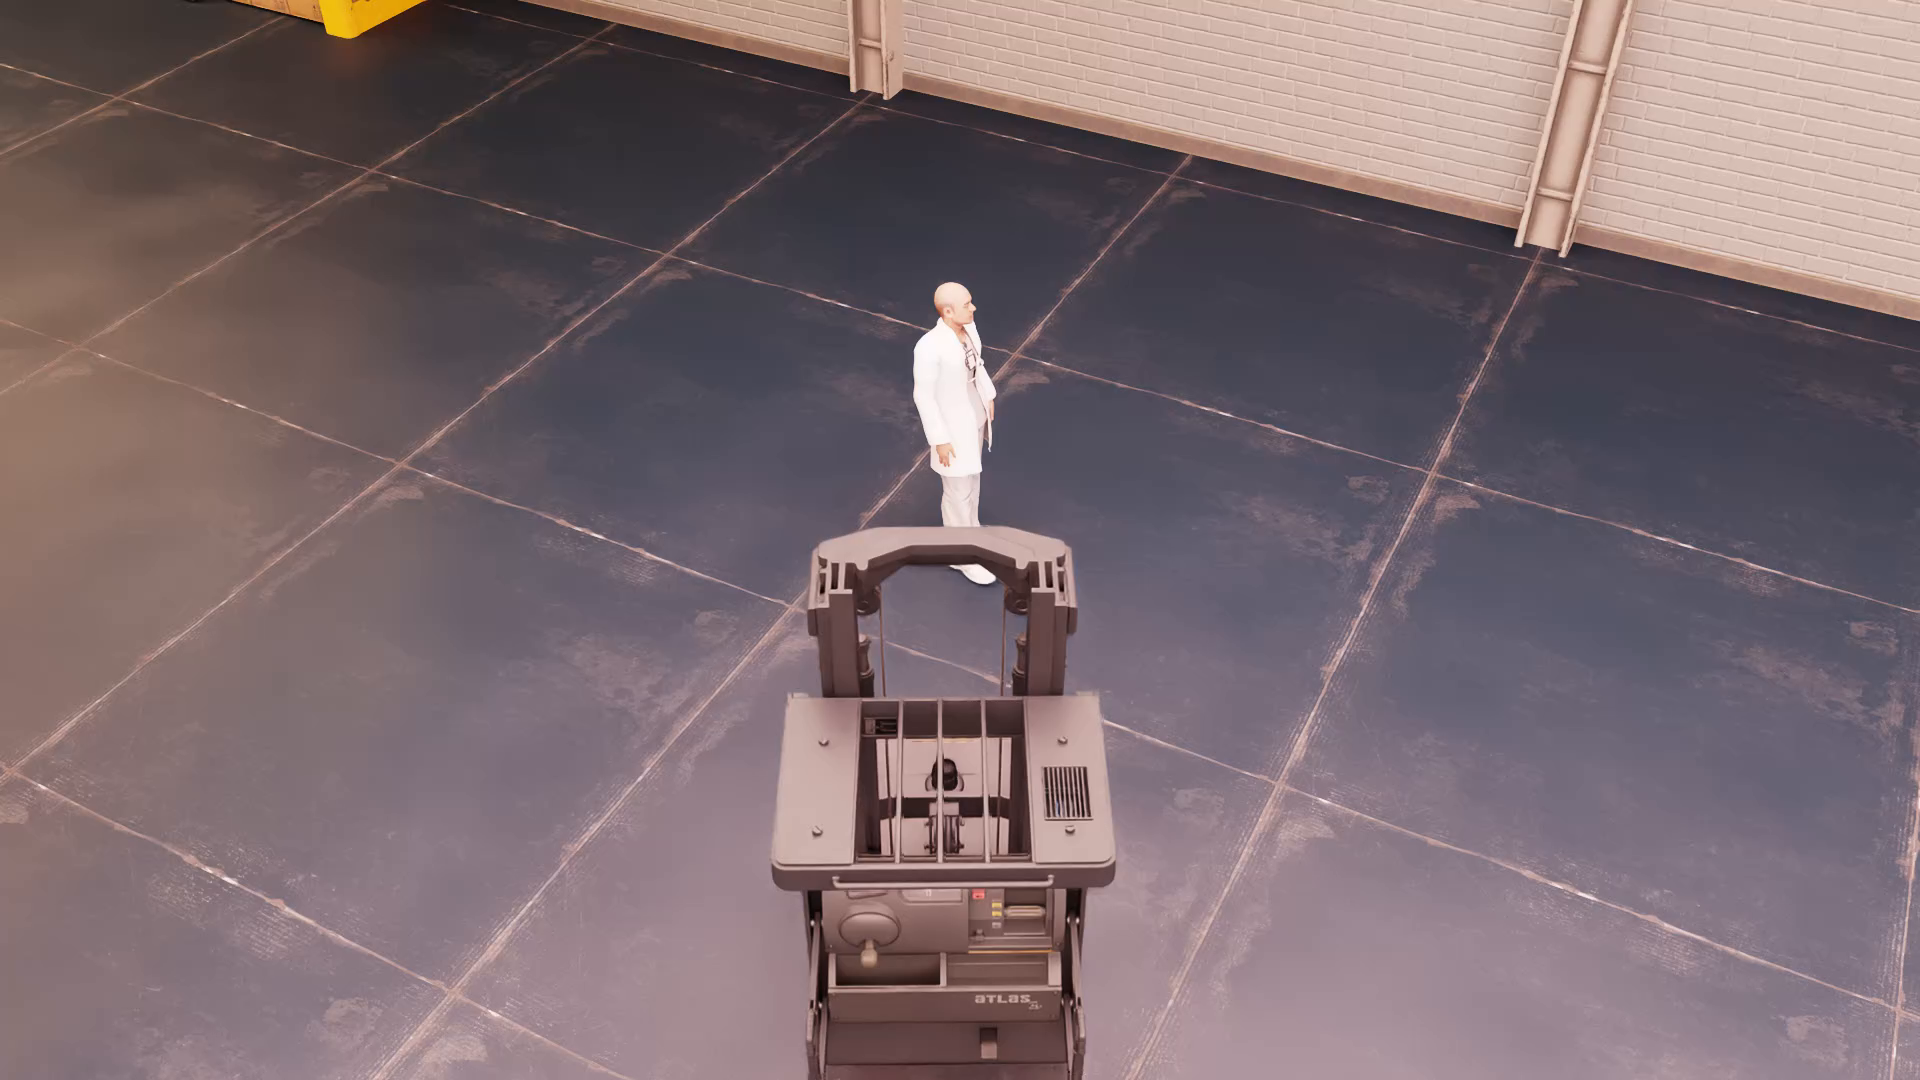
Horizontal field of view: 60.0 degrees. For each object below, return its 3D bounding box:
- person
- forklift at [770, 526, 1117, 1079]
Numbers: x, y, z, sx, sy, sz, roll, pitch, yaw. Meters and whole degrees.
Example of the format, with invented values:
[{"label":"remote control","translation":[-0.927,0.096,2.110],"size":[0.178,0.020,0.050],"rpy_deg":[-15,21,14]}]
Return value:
[{"label":"person","translation":[0.080,-0.656,9.650],"size":[0.578,1.777,0.698],"rpy_deg":[18,43,21]},{"label":"forklift","translation":[-0.056,1.509,6.194],"size":[1.130,2.935,3.031],"rpy_deg":[0,40,0]}]
